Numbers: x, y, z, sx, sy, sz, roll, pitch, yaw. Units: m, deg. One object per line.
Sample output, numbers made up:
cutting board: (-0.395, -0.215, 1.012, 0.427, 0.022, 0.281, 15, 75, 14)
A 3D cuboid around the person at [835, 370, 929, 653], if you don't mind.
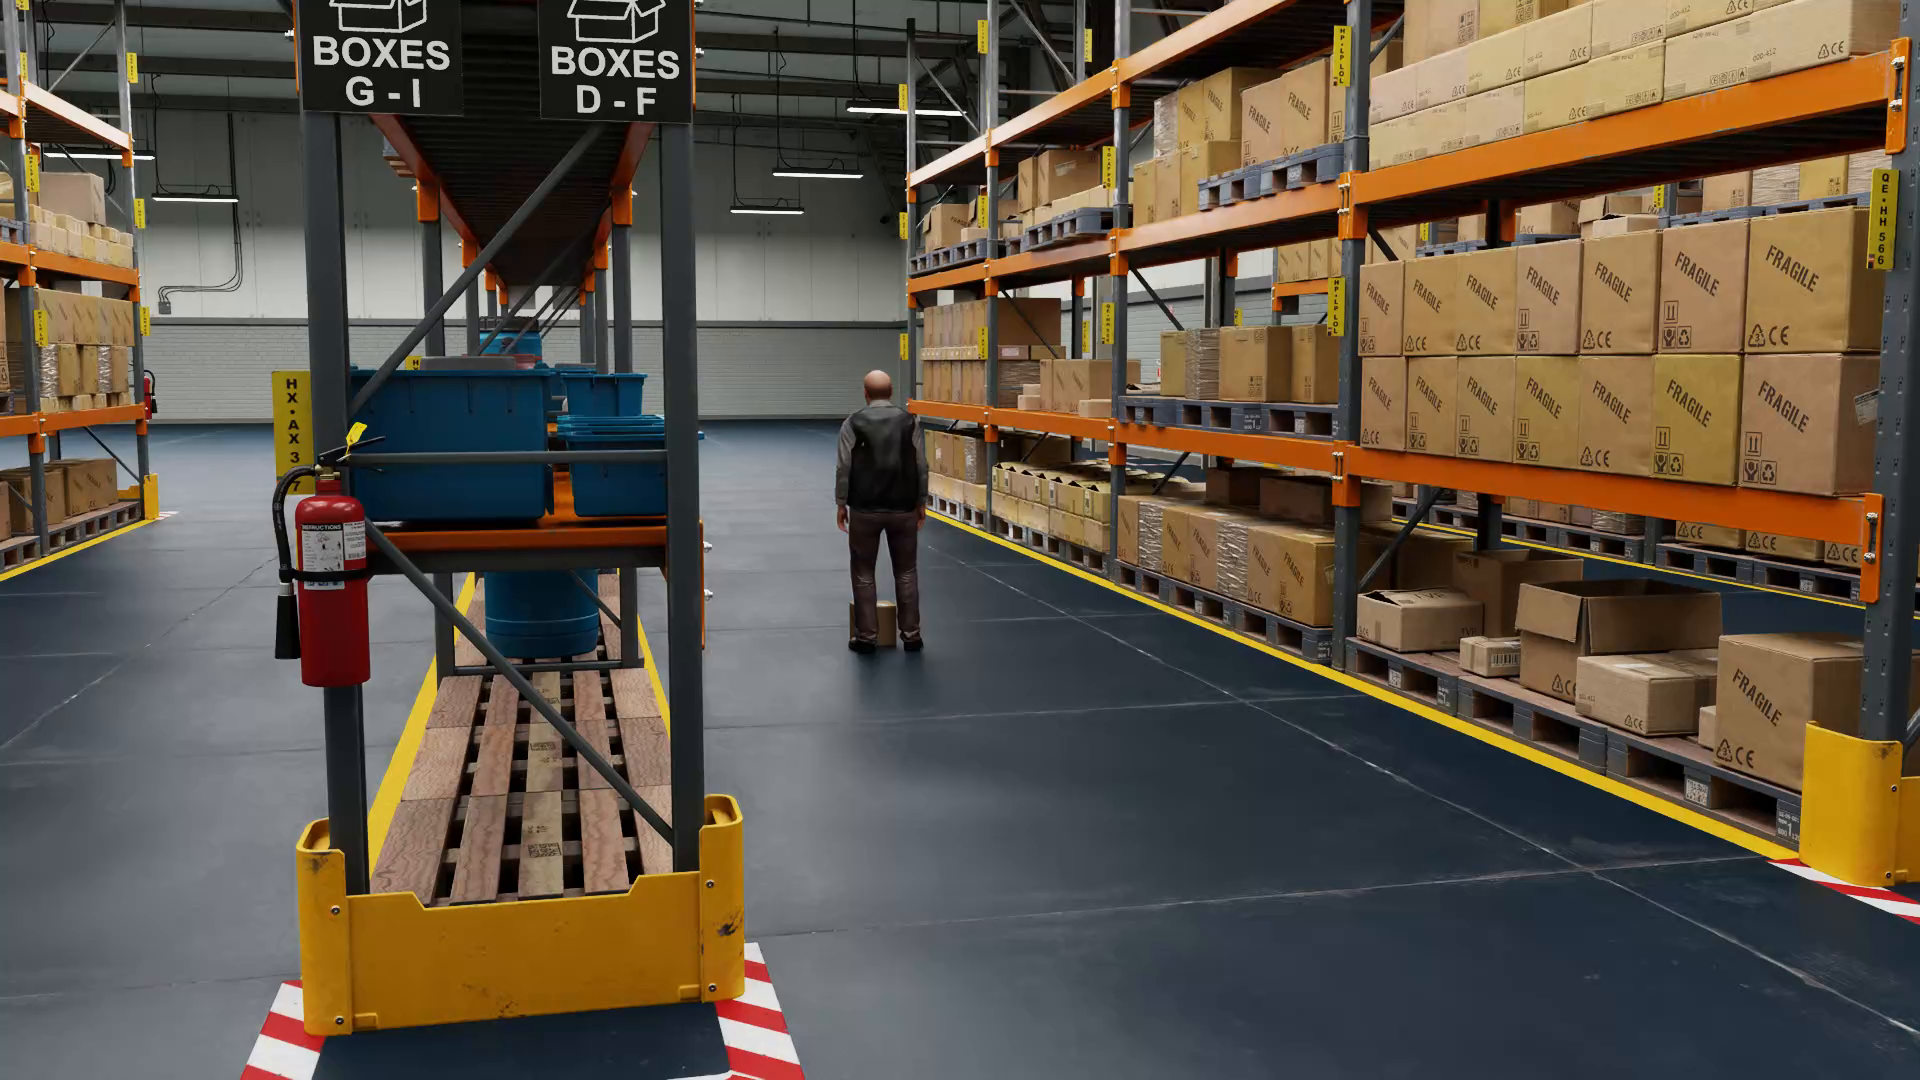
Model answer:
person: (-0.473, -0.174, 10.193, 0.581, 1.721, 0.418, -1, 6, -13)
